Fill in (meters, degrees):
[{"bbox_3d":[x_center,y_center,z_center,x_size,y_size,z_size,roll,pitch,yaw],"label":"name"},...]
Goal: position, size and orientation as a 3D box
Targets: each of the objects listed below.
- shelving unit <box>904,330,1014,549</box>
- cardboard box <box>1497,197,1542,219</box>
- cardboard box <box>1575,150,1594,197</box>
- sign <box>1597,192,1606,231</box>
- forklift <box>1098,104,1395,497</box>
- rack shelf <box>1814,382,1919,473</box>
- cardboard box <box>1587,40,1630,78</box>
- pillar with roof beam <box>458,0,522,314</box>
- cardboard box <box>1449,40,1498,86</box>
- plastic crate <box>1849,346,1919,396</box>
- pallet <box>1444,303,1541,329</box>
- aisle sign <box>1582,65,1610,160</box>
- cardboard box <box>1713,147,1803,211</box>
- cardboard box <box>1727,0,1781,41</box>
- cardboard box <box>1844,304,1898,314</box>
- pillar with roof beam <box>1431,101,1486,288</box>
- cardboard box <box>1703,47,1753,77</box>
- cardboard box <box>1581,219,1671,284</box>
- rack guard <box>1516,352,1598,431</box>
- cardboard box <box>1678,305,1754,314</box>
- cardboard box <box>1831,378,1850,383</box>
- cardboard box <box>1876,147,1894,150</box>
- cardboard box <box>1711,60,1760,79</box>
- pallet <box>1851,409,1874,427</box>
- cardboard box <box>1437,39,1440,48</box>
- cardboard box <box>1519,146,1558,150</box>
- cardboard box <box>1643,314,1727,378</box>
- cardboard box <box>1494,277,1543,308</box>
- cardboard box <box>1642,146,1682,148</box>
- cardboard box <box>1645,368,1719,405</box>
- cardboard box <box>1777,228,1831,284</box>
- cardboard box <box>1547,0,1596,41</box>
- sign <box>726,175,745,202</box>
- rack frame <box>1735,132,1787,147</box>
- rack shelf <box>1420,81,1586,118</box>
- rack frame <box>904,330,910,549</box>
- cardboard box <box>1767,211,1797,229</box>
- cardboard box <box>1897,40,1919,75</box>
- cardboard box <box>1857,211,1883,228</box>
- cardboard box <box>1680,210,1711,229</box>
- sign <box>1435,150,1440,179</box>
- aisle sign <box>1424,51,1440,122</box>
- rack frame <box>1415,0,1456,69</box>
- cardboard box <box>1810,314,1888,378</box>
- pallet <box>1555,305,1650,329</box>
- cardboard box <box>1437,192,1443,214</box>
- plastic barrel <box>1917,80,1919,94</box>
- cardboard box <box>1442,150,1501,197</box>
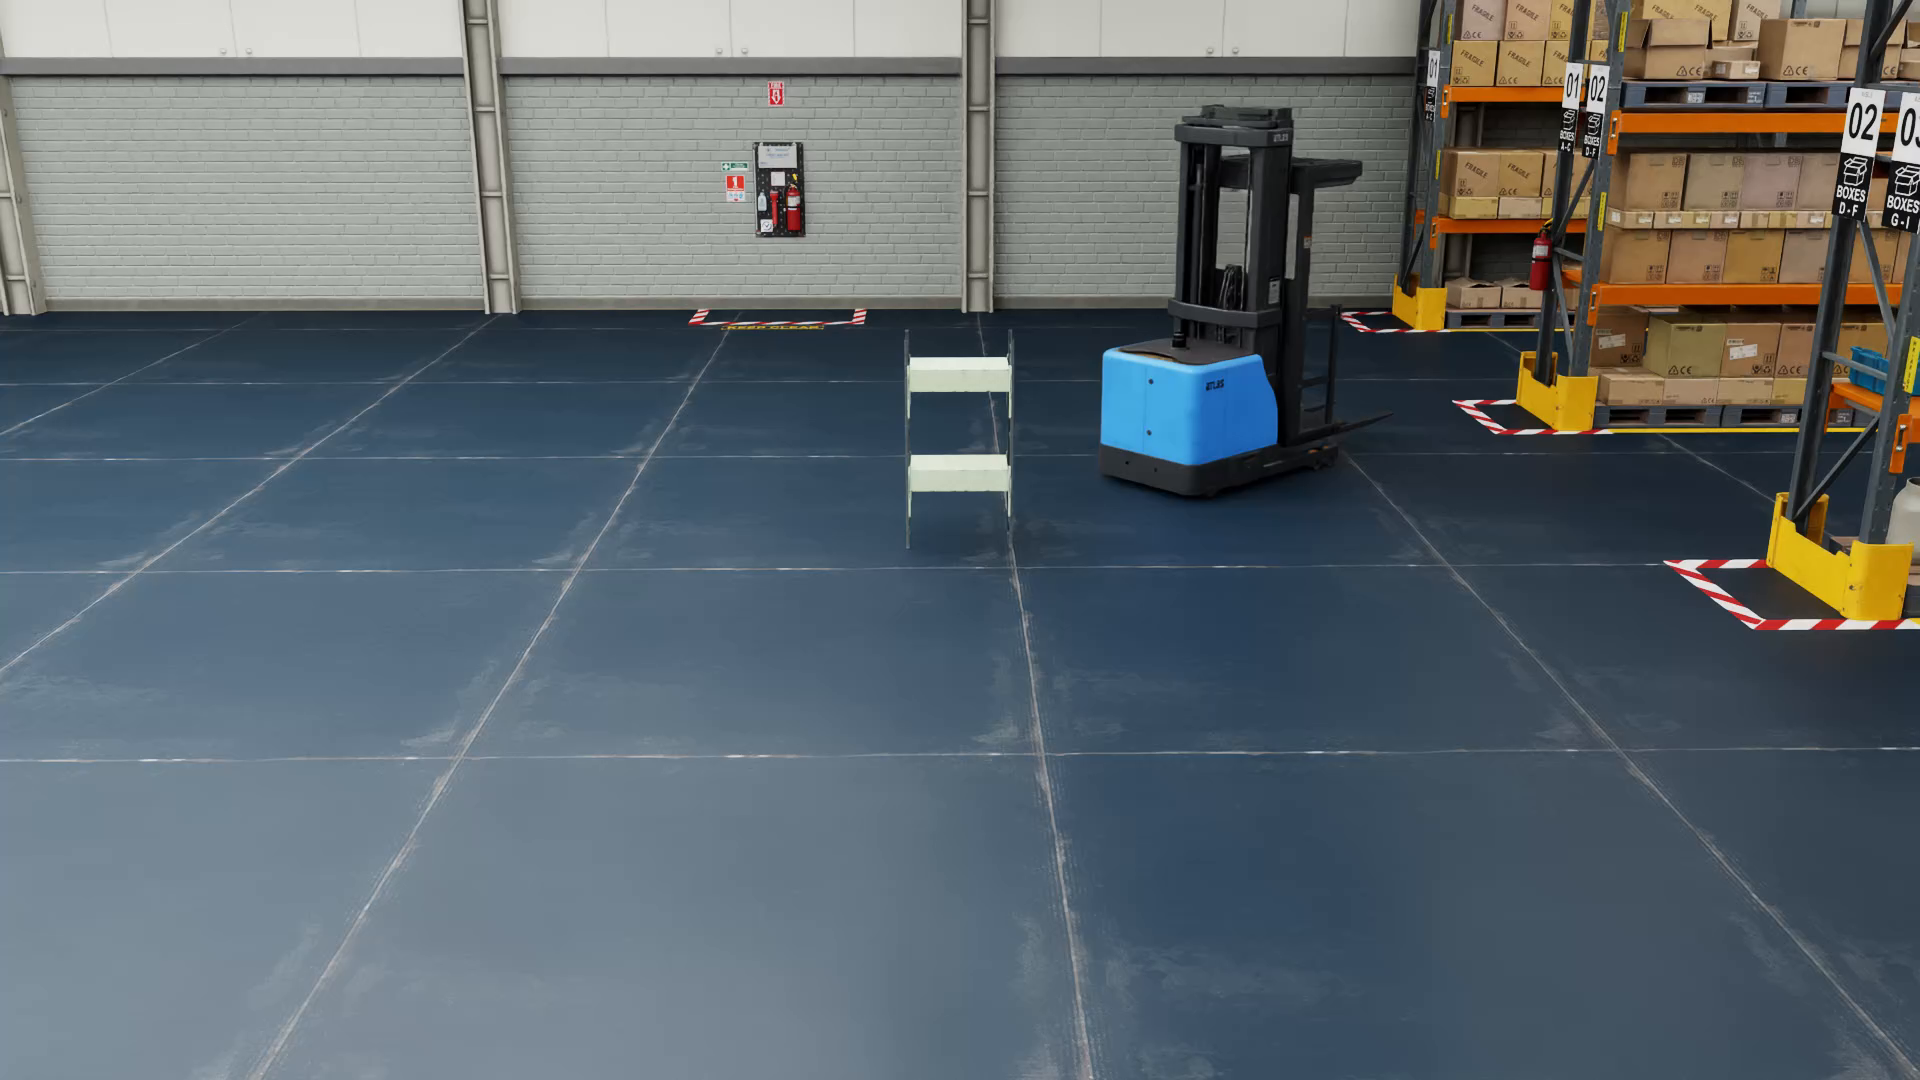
[{"bbox_3d":[-0.007,-0.714,11.818,0.755,1.500,0.431,0,18,-1],"label":"shelving unit"},{"bbox_3d":[6.547,-3.960,19.696,0.500,0.250,0.500,-1,18,-3],"label":"cardboard box"},{"bbox_3d":[7.544,-4.322,19.594,0.500,0.500,0.500,0,18,1],"label":"cardboard box"},{"bbox_3d":[5.620,-2.877,14.560,0.005,0.325,0.100,0,18,-1],"label":"sign"},{"bbox_3d":[2.554,-2.088,13.757,3.031,2.935,1.130,-16,24,-40],"label":"forklift"},{"bbox_3d":[7.691,-0.751,10.657,4.000,0.370,1.077,0,18,-1],"label":"rack shelf"},{"bbox_3d":[7.465,-5.525,19.254,0.500,0.500,0.500,1,18,3],"label":"cardboard box"},{"bbox_3d":[-5.709,-5.862,15.588,0.400,9.000,9.100,0,18,-1],"label":"pillar with roof beam"},{"bbox_3d":[5.873,-5.521,19.240,0.500,0.500,0.500,0,18,1],"label":"cardboard box"},{"bbox_3d":[6.187,-1.107,10.832,0.616,0.251,0.499,0,18,-1],"label":"plastic crate"},{"bbox_3d":[6.424,-2.776,20.355,1.213,0.211,1.003,0,18,-1],"label":"pallet"},{"bbox_3d":[5.556,-3.741,14.543,0.004,0.787,0.394,0,18,-1],"label":"aisle sign"},{"bbox_3d":[7.167,-3.268,15.037,0.500,0.500,0.700,0,18,-1],"label":"cardboard box"},{"bbox_3d":[9.038,-6.006,19.114,0.500,0.500,0.500,-2,18,-6],"label":"cardboard box"},{"bbox_3d":[8.648,-1.953,15.810,0.500,0.500,0.500,0,18,-1],"label":"cardboard box"},{"bbox_3d":[6.289,-5.919,15.768,0.400,9.000,9.100,0,18,-1],"label":"pillar with roof beam"},{"bbox_3d":[6.764,-4.307,14.980,0.500,0.250,0.500,0,18,-1],"label":"cardboard box"},{"bbox_3d":[6.084,-2.643,15.212,0.500,0.500,0.700,0,18,-1],"label":"cardboard box"},{"bbox_3d":[5.593,-1.407,15.614,0.348,0.500,1.175,0,18,-1],"label":"rack guard"},{"bbox_3d":[7.148,-1.948,15.795,0.500,0.500,0.500,0,18,-1],"label":"cardboard box"},{"bbox_3d":[8.156,-1.432,15.414,0.500,0.250,0.500,0,18,-1],"label":"cardboard box"},{"bbox_3d":[8.668,-3.275,15.058,0.500,0.500,0.700,0,18,-1],"label":"cardboard box"},{"bbox_3d":[6.796,-4.124,14.577,0.250,0.149,0.380,0,18,-1],"label":"cardboard box"},{"bbox_3d":[8.821,-1.298,15.747,1.213,0.211,1.003,0,18,-1],"label":"pallet"},{"bbox_3d":[5.948,-5.675,19.720,0.500,0.500,0.500,1,18,3],"label":"cardboard box"},{"bbox_3d":[7.023,-4.476,20.074,0.500,0.500,0.500,-1,18,-2],"label":"cardboard box"},{"bbox_3d":[6.657,-1.783,15.280,0.500,0.500,0.500,0,18,-1],"label":"cardboard box"},{"bbox_3d":[6.798,-3.018,20.226,0.500,0.311,0.500,1,18,4],"label":"cardboard box"},{"bbox_3d":[8.544,-4.485,20.102,0.500,0.500,0.500,0,18,-1],"label":"cardboard box"},{"bbox_3d":[6.657,-1.426,15.396,0.500,0.250,0.500,0,18,-1],"label":"cardboard box"},{"bbox_3d":[7.632,-2.651,15.238,0.500,0.500,0.700,0,18,1],"label":"cardboard box"},{"bbox_3d":[6.939,-5.992,19.072,0.500,0.500,0.500,0,18,1],"label":"cardboard box"},{"bbox_3d":[-2.804,-4.394,20.777,0.234,0.329,0.001,0,18,-1],"label":"sign"},{"bbox_3d":[9.534,-4.129,20.009,0.127,3.000,1.000,0,18,-1],"label":"rack frame"},{"bbox_3d":[7.535,-5.205,19.631,4.000,0.370,1.077,0,18,-1],"label":"rack shelf"},{"bbox_3d":[-0.373,-0.712,11.813,0.023,1.500,0.400,0,18,-1],"label":"rack frame"},{"bbox_3d":[7.300,-2.897,14.941,0.250,0.149,0.380,-1,18,-2],"label":"cardboard box"},{"bbox_3d":[8.569,-4.344,14.998,0.500,0.311,0.500,-1,18,-4],"label":"cardboard box"},{"bbox_3d":[8.078,-2.900,14.953,0.250,0.149,0.380,0,18,1],"label":"cardboard box"},{"bbox_3d":[6.526,-2.893,14.928,0.250,0.149,0.380,0,18,-1],"label":"cardboard box"},{"bbox_3d":[5.544,-4.357,19.300,0.005,0.325,0.100,0,18,-1],"label":"sign"},{"bbox_3d":[5.468,-5.256,19.265,0.004,0.787,0.394,0,18,-1],"label":"aisle sign"},{"bbox_3d":[5.535,-6.967,19.033,0.127,3.000,1.000,0,18,-1],"label":"rack frame"},{"bbox_3d":[8.156,-1.793,15.312,0.500,0.500,0.500,0,18,-1],"label":"cardboard box"},{"bbox_3d":[7.641,-2.781,20.370,1.213,0.211,1.003,0,18,-1],"label":"pallet"},{"bbox_3d":[5.999,-4.110,20.161,0.500,0.250,0.500,0,18,0],"label":"cardboard box"},{"bbox_3d":[6.175,-2.958,10.057,0.708,0.830,0.600,0,18,-1],"label":"plastic barrel"},{"bbox_3d":[6.017,-4.316,19.576,0.500,0.500,0.500,0,18,-1],"label":"cardboard box"}]
